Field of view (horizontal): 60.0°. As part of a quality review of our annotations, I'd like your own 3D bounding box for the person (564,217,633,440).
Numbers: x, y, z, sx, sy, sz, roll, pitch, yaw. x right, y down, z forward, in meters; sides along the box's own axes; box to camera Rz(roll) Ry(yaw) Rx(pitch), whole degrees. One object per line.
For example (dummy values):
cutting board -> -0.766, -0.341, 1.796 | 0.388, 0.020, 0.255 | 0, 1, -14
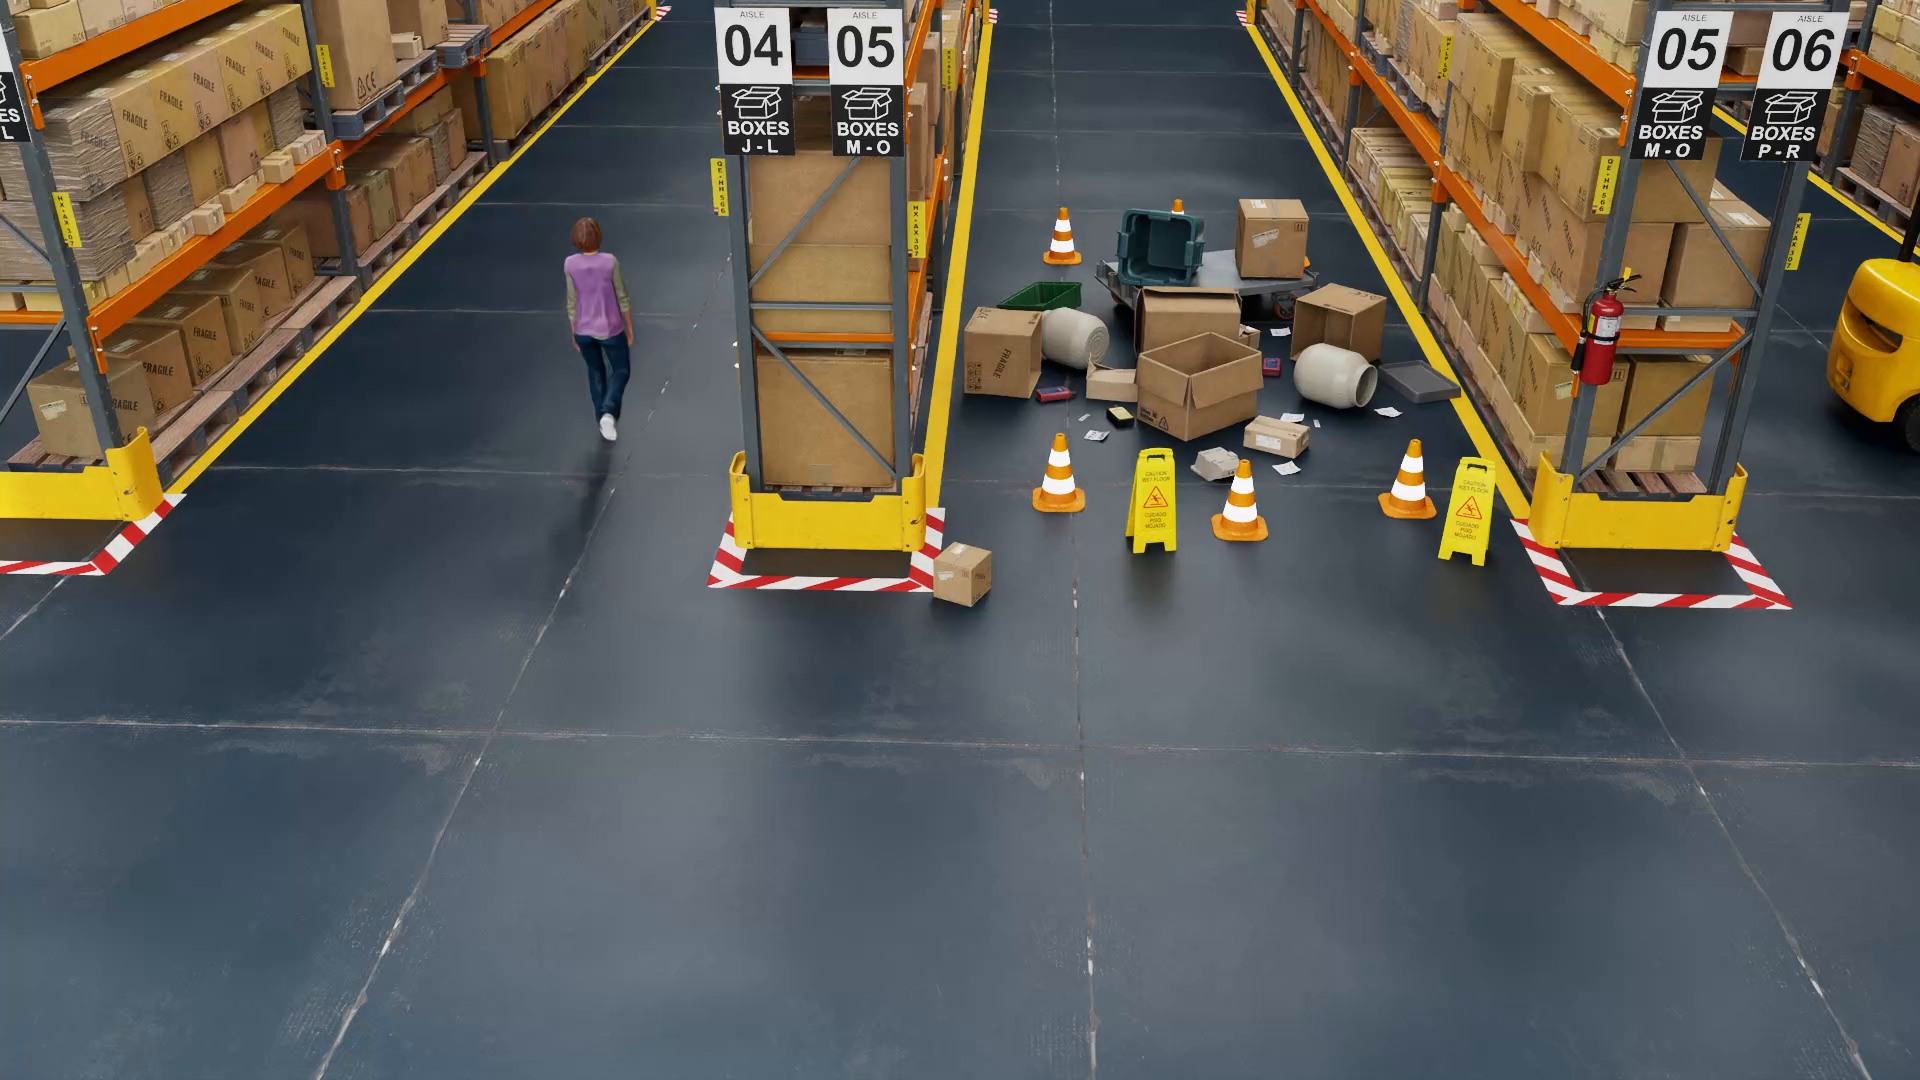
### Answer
person -> -2.415, -1.398, 11.190 | 0.422, 1.580, 0.647 | -1, 28, -2
